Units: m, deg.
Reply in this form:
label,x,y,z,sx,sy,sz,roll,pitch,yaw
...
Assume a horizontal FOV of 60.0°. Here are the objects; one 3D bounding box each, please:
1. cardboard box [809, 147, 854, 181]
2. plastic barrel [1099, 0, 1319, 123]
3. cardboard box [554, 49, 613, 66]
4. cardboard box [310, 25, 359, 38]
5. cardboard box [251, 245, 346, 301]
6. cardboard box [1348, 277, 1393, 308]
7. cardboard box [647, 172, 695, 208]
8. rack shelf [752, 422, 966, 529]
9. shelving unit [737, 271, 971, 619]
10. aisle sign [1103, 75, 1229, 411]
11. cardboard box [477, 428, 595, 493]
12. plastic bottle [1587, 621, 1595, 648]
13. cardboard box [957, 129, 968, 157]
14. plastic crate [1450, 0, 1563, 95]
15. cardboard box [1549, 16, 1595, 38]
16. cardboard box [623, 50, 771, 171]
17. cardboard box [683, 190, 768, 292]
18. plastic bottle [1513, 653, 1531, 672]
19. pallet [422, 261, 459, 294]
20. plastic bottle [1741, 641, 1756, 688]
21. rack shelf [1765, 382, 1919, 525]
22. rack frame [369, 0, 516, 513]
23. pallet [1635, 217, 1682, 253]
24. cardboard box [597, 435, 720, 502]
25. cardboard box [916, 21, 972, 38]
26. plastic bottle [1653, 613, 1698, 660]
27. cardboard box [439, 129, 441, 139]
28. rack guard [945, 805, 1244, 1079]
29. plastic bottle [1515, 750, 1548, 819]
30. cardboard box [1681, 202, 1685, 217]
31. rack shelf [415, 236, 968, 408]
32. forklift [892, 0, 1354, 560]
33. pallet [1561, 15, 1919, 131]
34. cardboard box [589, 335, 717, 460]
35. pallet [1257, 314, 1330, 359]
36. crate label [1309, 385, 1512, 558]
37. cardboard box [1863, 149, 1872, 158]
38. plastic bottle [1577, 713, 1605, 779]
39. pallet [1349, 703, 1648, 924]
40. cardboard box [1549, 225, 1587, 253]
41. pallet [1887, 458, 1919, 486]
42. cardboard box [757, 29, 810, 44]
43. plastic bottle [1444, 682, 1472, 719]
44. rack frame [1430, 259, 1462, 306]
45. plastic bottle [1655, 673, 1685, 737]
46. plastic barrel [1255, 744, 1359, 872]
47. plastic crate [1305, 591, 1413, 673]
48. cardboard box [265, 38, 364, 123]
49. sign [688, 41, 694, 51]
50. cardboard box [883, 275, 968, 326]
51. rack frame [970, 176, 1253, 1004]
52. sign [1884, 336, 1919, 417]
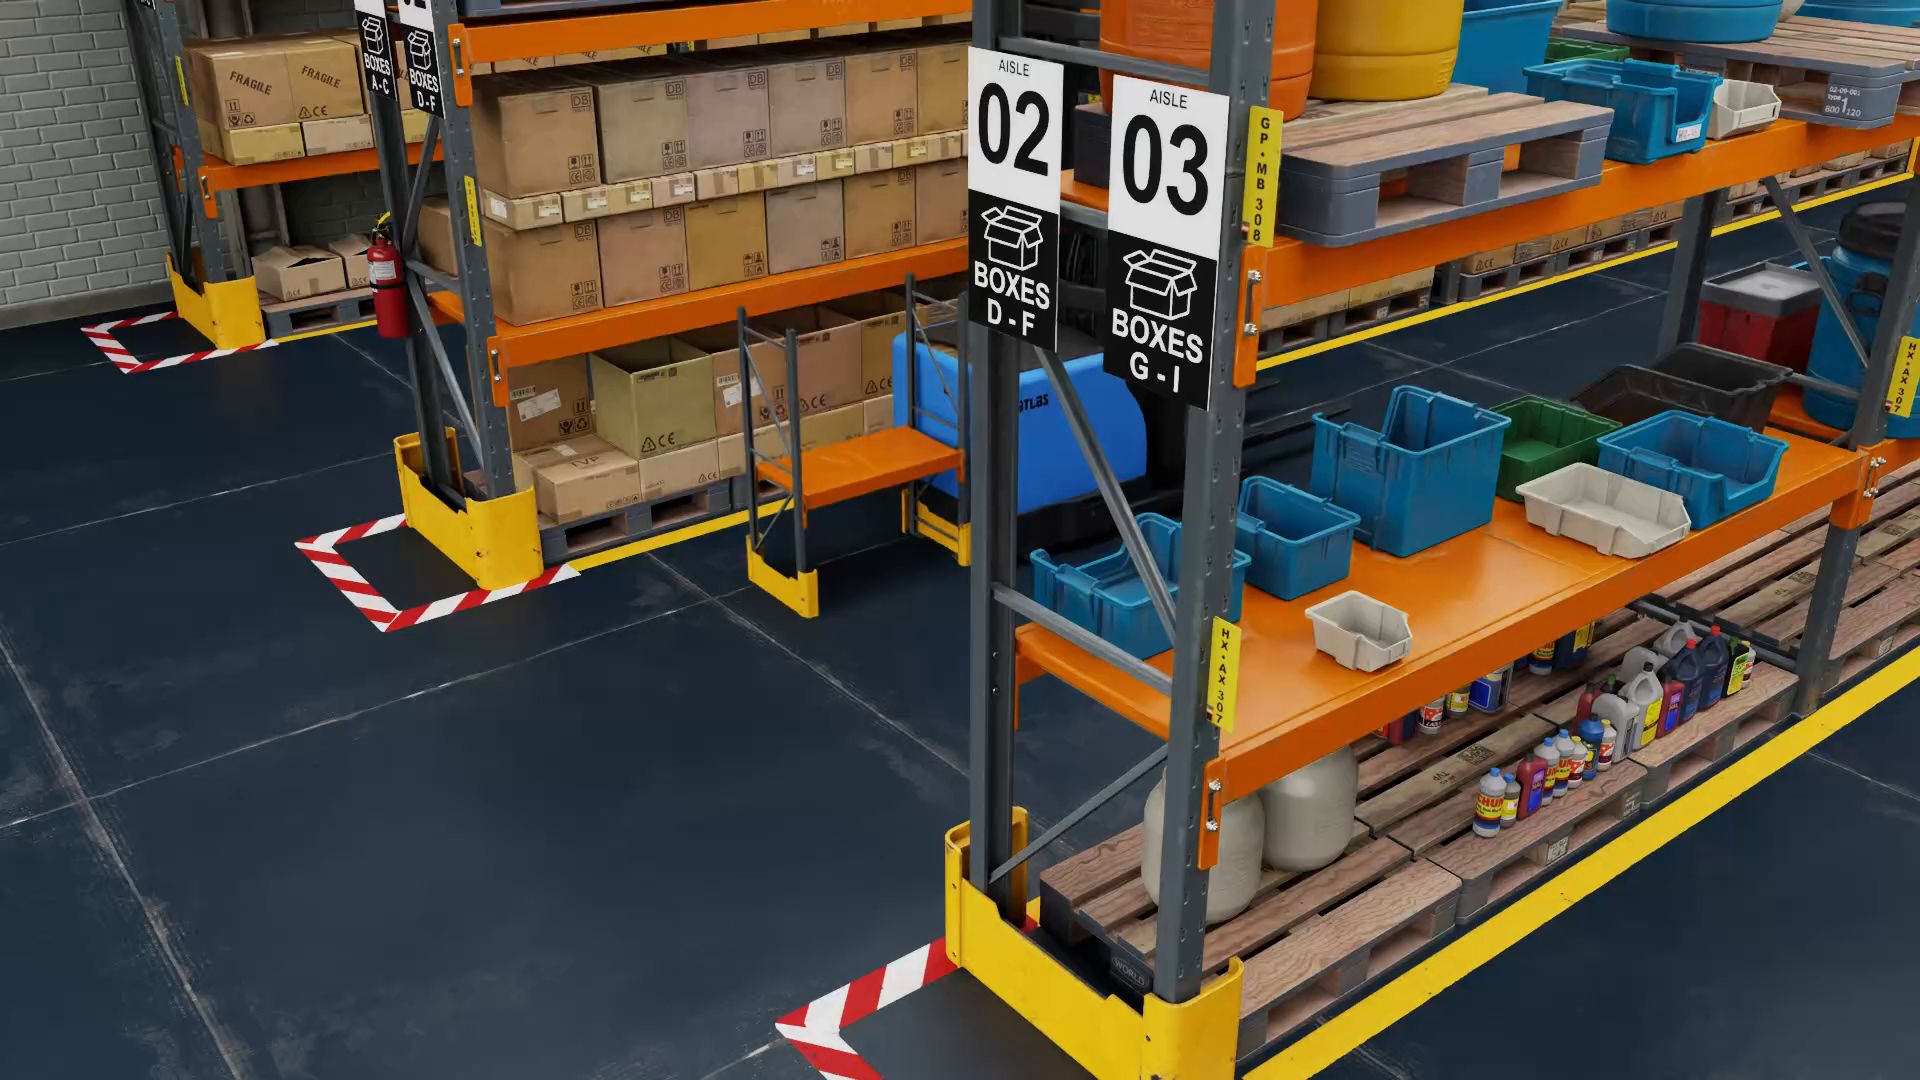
label,x,y,z,sx,sy,sz,roll,pitch,yaw
cardboard box,-0.808,-2.167,9.467,0.250,0.149,0.380,-17,30,-32
plastic barrel,0.691,-1.602,4.566,0.708,0.830,0.600,-18,31,-34
cardboard box,-3.149,-3.933,13.425,0.500,0.500,0.500,-18,31,-34
cardboard box,-4.680,-3.707,12.937,0.500,0.500,0.500,-19,31,-35
cardboard box,-5.127,-2.099,12.881,0.500,0.311,0.500,-23,33,-40
cardboard box,2.961,-1.998,12.760,0.500,0.250,0.500,-19,31,-35
cardboard box,-1.622,-1.898,8.887,0.250,0.149,0.380,-19,31,-35
rack shelf,-0.527,-0.349,8.649,1.000,0.185,0.538,-18,30,-33
shelving unit,-0.520,-0.515,8.578,1.083,1.500,0.587,-18,30,-33
aisle sign,0.511,-0.751,4.217,0.004,0.787,0.394,-18,31,-34
cardboard box,-2.427,-0.510,9.553,0.500,0.250,0.500,-18,31,-34
plastic bottle,2.842,0.372,7.590,0.133,0.283,0.061,-18,31,-34
cardboard box,-0.001,-2.434,10.042,0.250,0.149,0.380,-19,31,-35
plastic crate,1.701,-1.636,5.668,0.575,0.384,0.392,-18,31,-34
cardboard box,4.892,-4.019,13.728,0.500,0.500,0.700,-12,28,-24
cardboard box,-1.443,-2.364,9.120,0.500,0.500,0.700,-18,30,-34
cardboard box,-1.487,-1.757,9.353,0.500,0.500,0.700,-18,30,-34
plastic bottle,2.495,0.397,7.456,0.185,0.351,0.144,-20,31,-36
pallet,-4.046,-2.239,13.823,1.213,0.211,1.003,-18,31,-34
plastic bottle,3.441,0.541,7.323,0.097,0.201,0.097,0,25,0
rack shelf,5.108,-0.920,8.523,4.000,0.370,1.077,-18,31,-34
rack frame,-2.667,-1.329,8.551,0.127,3.000,1.000,-18,31,-34
pallet,6.159,-2.958,15.373,1.213,0.211,1.003,-18,31,-34
cardboard box,-1.716,-0.469,9.465,0.500,0.250,0.500,-18,31,-34
cardboard box,0.135,-2.885,10.243,0.500,0.500,0.700,-18,30,-34
plastic bottle,3.116,0.490,7.254,0.185,0.351,0.144,-18,31,-34
cardboard box,-3.943,-3.333,13.022,0.500,0.250,0.500,-18,30,-34
rack guard,0.417,1.411,5.616,0.348,0.500,1.175,-18,31,-34
plastic bottle,2.195,0.925,6.399,0.133,0.283,0.061,-18,30,-33
cardboard box,6.565,-3.289,15.221,0.500,0.500,0.500,-18,31,-34
rack shelf,-1.093,-1.523,9.822,4.000,0.370,1.077,-18,31,-34
forklift,1.092,-1.702,9.436,3.031,2.935,1.130,-18,30,-33
pallet,3.027,-1.782,6.187,1.003,0.211,1.213,-18,31,-34
cardboard box,-1.715,-0.809,9.306,0.500,0.500,0.500,-18,31,-34
pallet,1.997,-1.627,12.504,1.213,0.211,1.003,-18,31,-34
crate label,1.668,-0.271,6.229,0.616,0.435,0.502,-18,31,-34
cardboard box,9.274,-4.102,17.368,0.250,0.166,0.380,-18,31,-34
plastic bottle,2.514,0.815,6.649,0.097,0.271,0.097,0,25,0
pallet,2.019,1.018,6.807,1.213,0.211,1.003,-18,31,-34
cardboard box,4.969,-2.763,14.087,0.500,0.500,0.500,-19,31,-35
pallet,6.048,-0.312,9.672,1.213,0.211,1.003,-18,31,-34
cardboard box,-1.713,-4.517,14.778,0.500,0.500,0.700,-15,29,-29
plastic bottle,2.123,0.652,7.084,0.097,0.201,0.097,0,25,0
rack frame,3.628,-3.407,13.029,0.127,3.000,1.000,-18,31,-34
plastic bottle,2.952,0.675,6.937,0.133,0.283,0.061,-16,29,-31
plastic barrel,1.252,0.924,6.152,0.421,0.512,0.421,0,25,0
plastic crate,1.289,0.306,5.340,0.250,0.136,0.298,-18,31,-34
cardboard box,-4.770,-3.400,12.277,0.500,0.500,0.500,-18,30,-34
sign,-2.238,-4.223,13.759,0.005,0.325,0.100,-18,31,-34
cardboard box,-0.150,-1.333,10.435,0.500,0.500,0.500,-18,31,-34
rack frame,0.387,0.313,5.013,0.127,3.000,1.000,-18,31,-34
sign,3.865,-0.667,6.795,0.005,0.325,0.100,-18,31,-34
